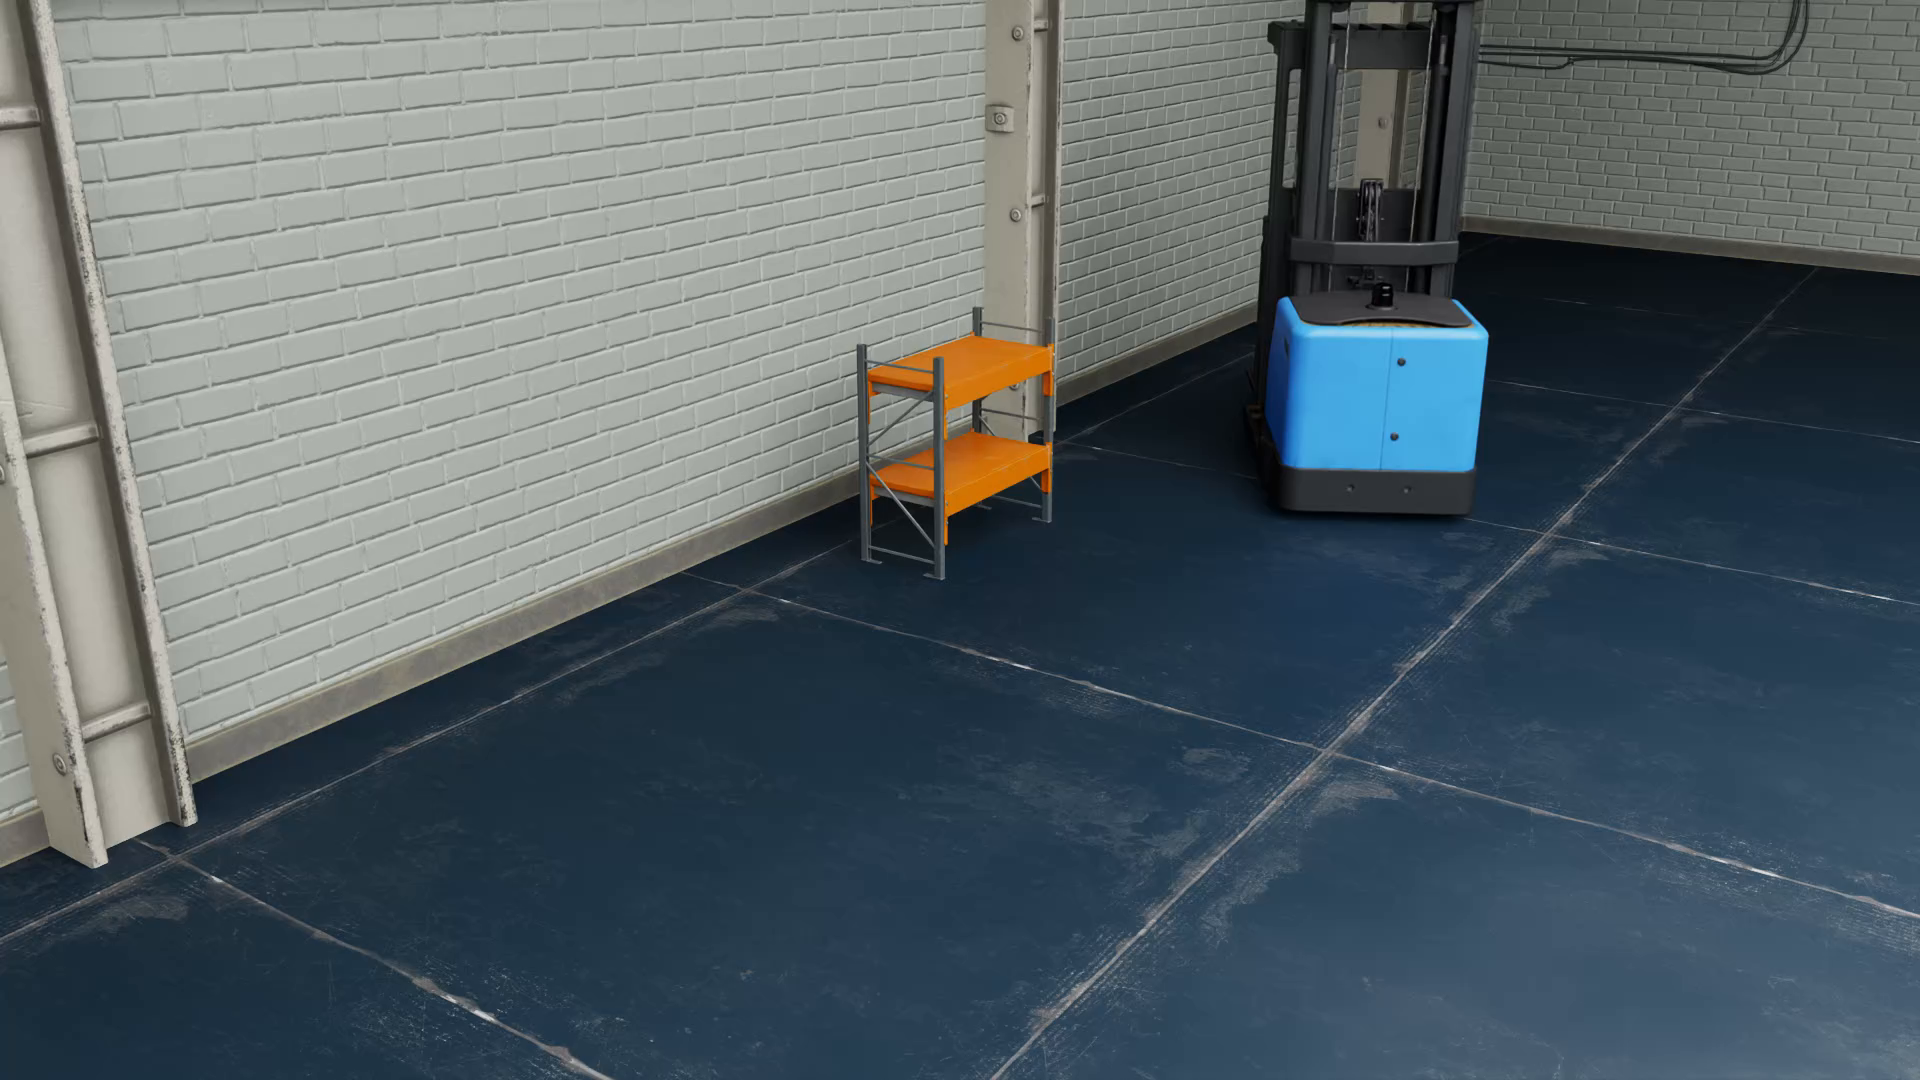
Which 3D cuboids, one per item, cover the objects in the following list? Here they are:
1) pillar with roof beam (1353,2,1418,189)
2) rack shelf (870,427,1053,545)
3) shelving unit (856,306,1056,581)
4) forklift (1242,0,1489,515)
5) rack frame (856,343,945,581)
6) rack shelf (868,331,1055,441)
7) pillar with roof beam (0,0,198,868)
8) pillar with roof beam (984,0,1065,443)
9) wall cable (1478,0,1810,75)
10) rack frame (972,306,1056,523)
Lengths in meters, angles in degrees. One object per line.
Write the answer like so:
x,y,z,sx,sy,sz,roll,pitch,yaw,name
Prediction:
7.314,-5.781,11.423,9.100,9.000,0.400,13,24,32,pillar with roof beam
-0.004,-0.296,8.649,0.538,0.278,1.000,13,24,32,rack shelf
-0.004,-0.526,8.565,0.538,1.125,1.048,13,24,32,shelving unit
2.357,-1.977,9.885,1.130,2.935,3.031,1,20,4,forklift
-0.290,-0.380,8.170,0.500,1.125,0.032,13,24,32,rack frame
-0.004,-0.800,8.463,0.538,0.278,1.000,13,24,32,rack shelf
0.568,-2.338,2.115,9.100,9.000,0.400,13,24,32,pillar with roof beam
3.941,-4.060,6.769,9.100,9.000,0.400,13,24,32,pillar with roof beam
6.503,-5.752,15.819,3.097,2.526,0.112,13,24,32,wall cable
0.282,-0.671,8.959,0.500,1.125,0.032,13,24,32,rack frame
